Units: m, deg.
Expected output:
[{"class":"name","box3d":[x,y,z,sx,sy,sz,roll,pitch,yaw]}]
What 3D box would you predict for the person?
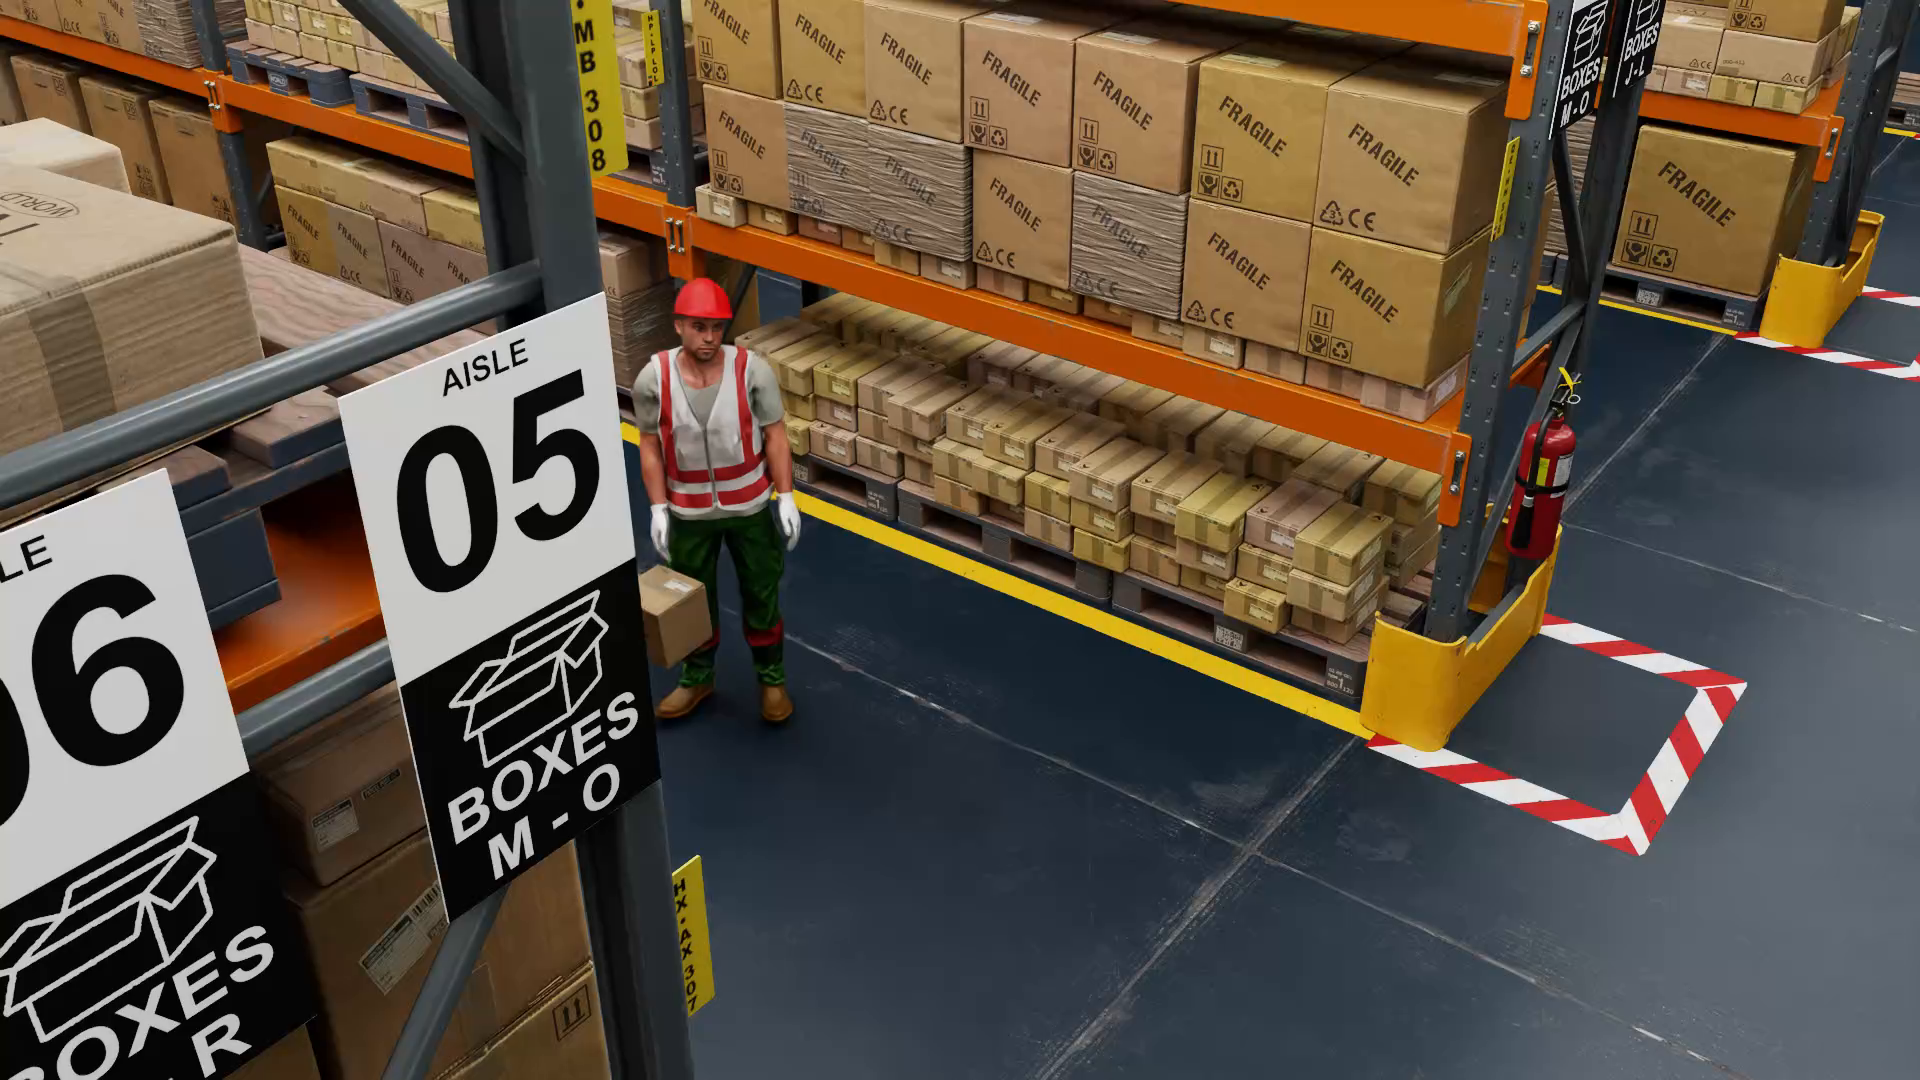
[{"class":"person","box3d":[-0.907,-0.112,6.247,0.614,1.798,0.400,-3,31,-5]}]
